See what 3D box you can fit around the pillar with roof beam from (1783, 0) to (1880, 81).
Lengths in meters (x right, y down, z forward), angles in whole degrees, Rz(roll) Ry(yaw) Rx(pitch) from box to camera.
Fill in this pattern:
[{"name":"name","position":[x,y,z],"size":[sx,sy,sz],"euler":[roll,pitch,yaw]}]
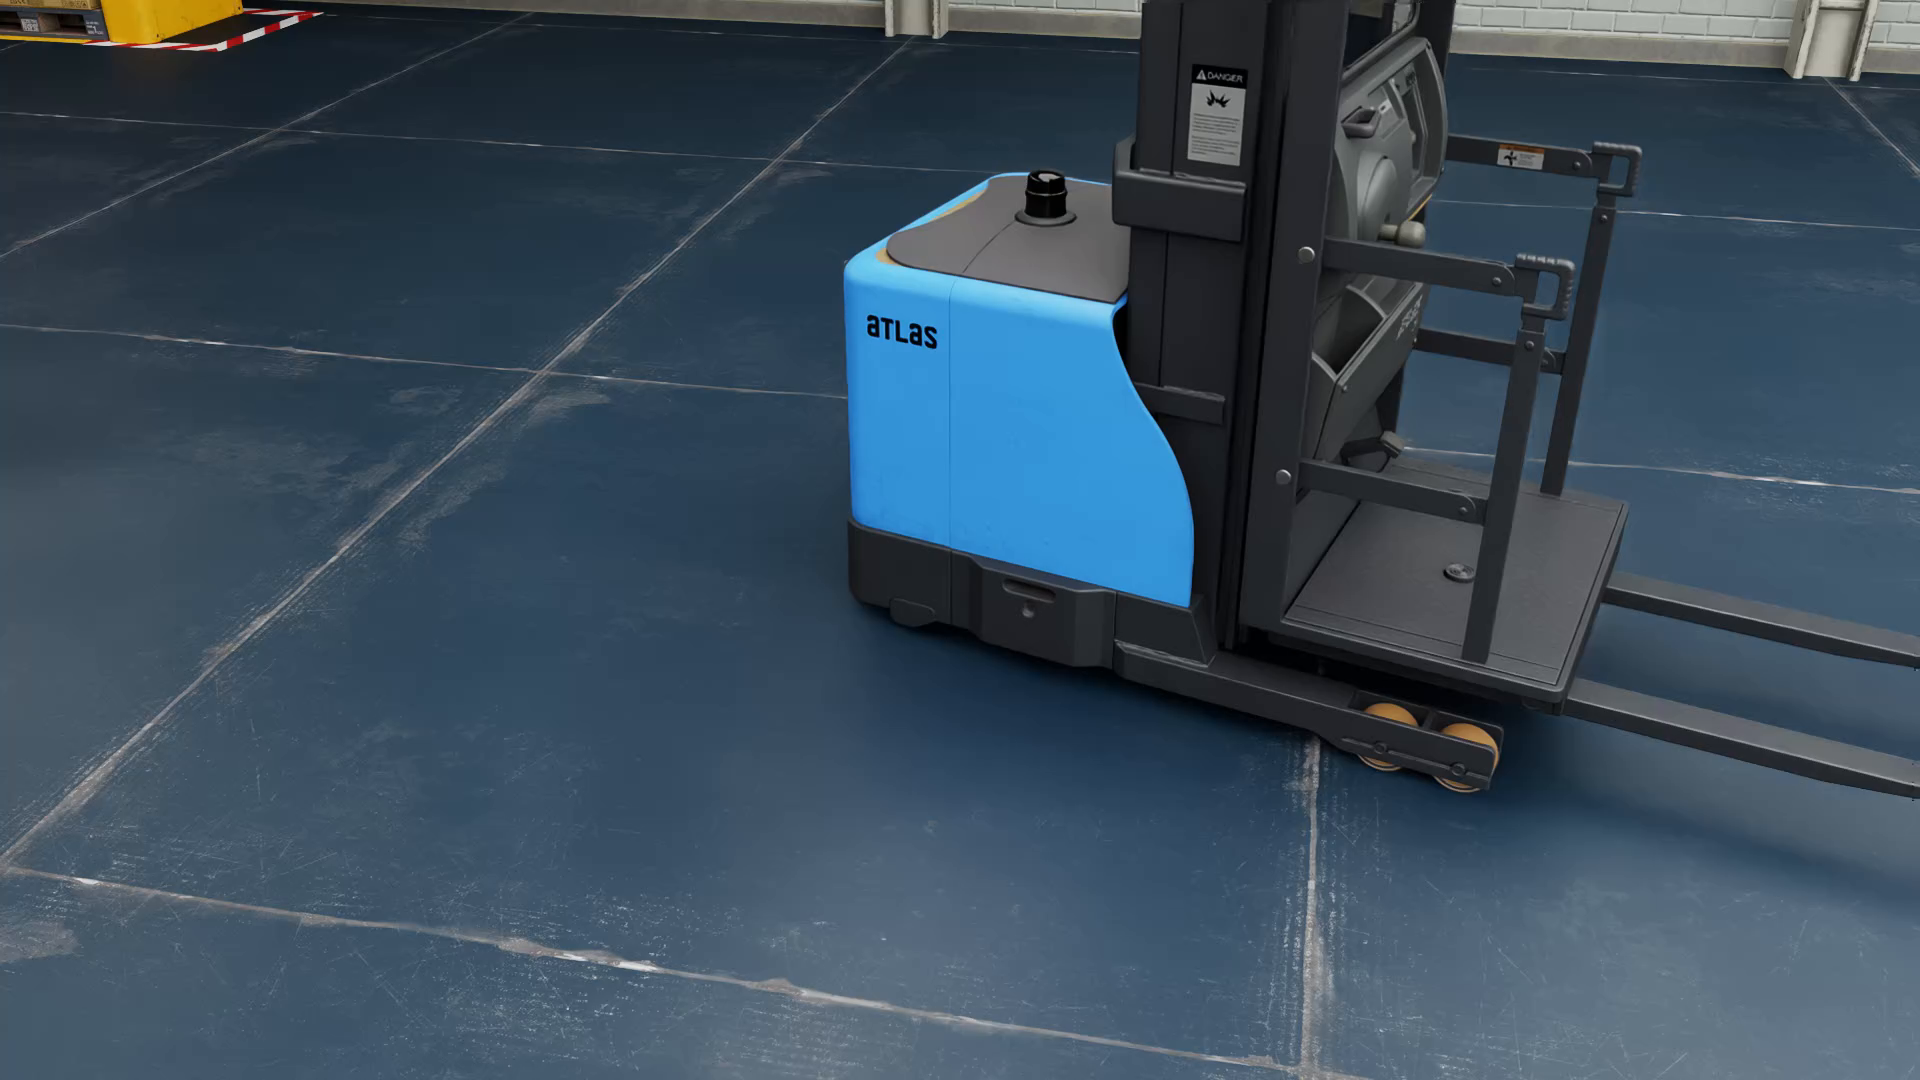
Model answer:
[{"name":"pillar with roof beam","position":[4.664,-4.940,4.902],"size":[0.400,9.000,9.100],"euler":[6,29,11]}]

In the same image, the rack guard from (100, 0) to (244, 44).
[{"name":"rack guard","position":[-5.656,-3.941,11.929],"size":[0.348,0.500,1.175],"euler":[6,29,11]}]

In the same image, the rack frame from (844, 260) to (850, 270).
[{"name":"rack frame","position":[-0.281,-0.468,5.168],"size":[0.006,0.900,0.240],"euler":[14,32,24]}]

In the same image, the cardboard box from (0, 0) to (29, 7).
[{"name":"cardboard box","position":[-6.689,-3.971,11.807],"size":[0.500,0.250,0.500],"euler":[6,29,11]}]

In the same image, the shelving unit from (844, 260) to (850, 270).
[{"name":"shelving unit","position":[-0.190,-0.446,5.127],"size":[0.210,0.900,0.258],"euler":[14,32,24]}]

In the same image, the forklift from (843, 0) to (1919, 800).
[{"name":"forklift","position":[1.225,-0.954,3.941],"size":[3.031,2.935,1.130],"euler":[14,32,24]}]

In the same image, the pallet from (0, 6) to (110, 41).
[{"name":"pallet","position":[-6.436,-3.874,12.107],"size":[1.213,0.211,1.003],"euler":[6,29,11]}]

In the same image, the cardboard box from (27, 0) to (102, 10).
[{"name":"cardboard box","position":[-6.205,-3.917,11.707],"size":[0.500,0.250,0.500],"euler":[6,29,11]}]

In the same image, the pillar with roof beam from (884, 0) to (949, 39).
[{"name":"pillar with roof beam","position":[-1.203,-5.541,6.001],"size":[0.400,9.000,9.100],"euler":[6,29,11]}]
